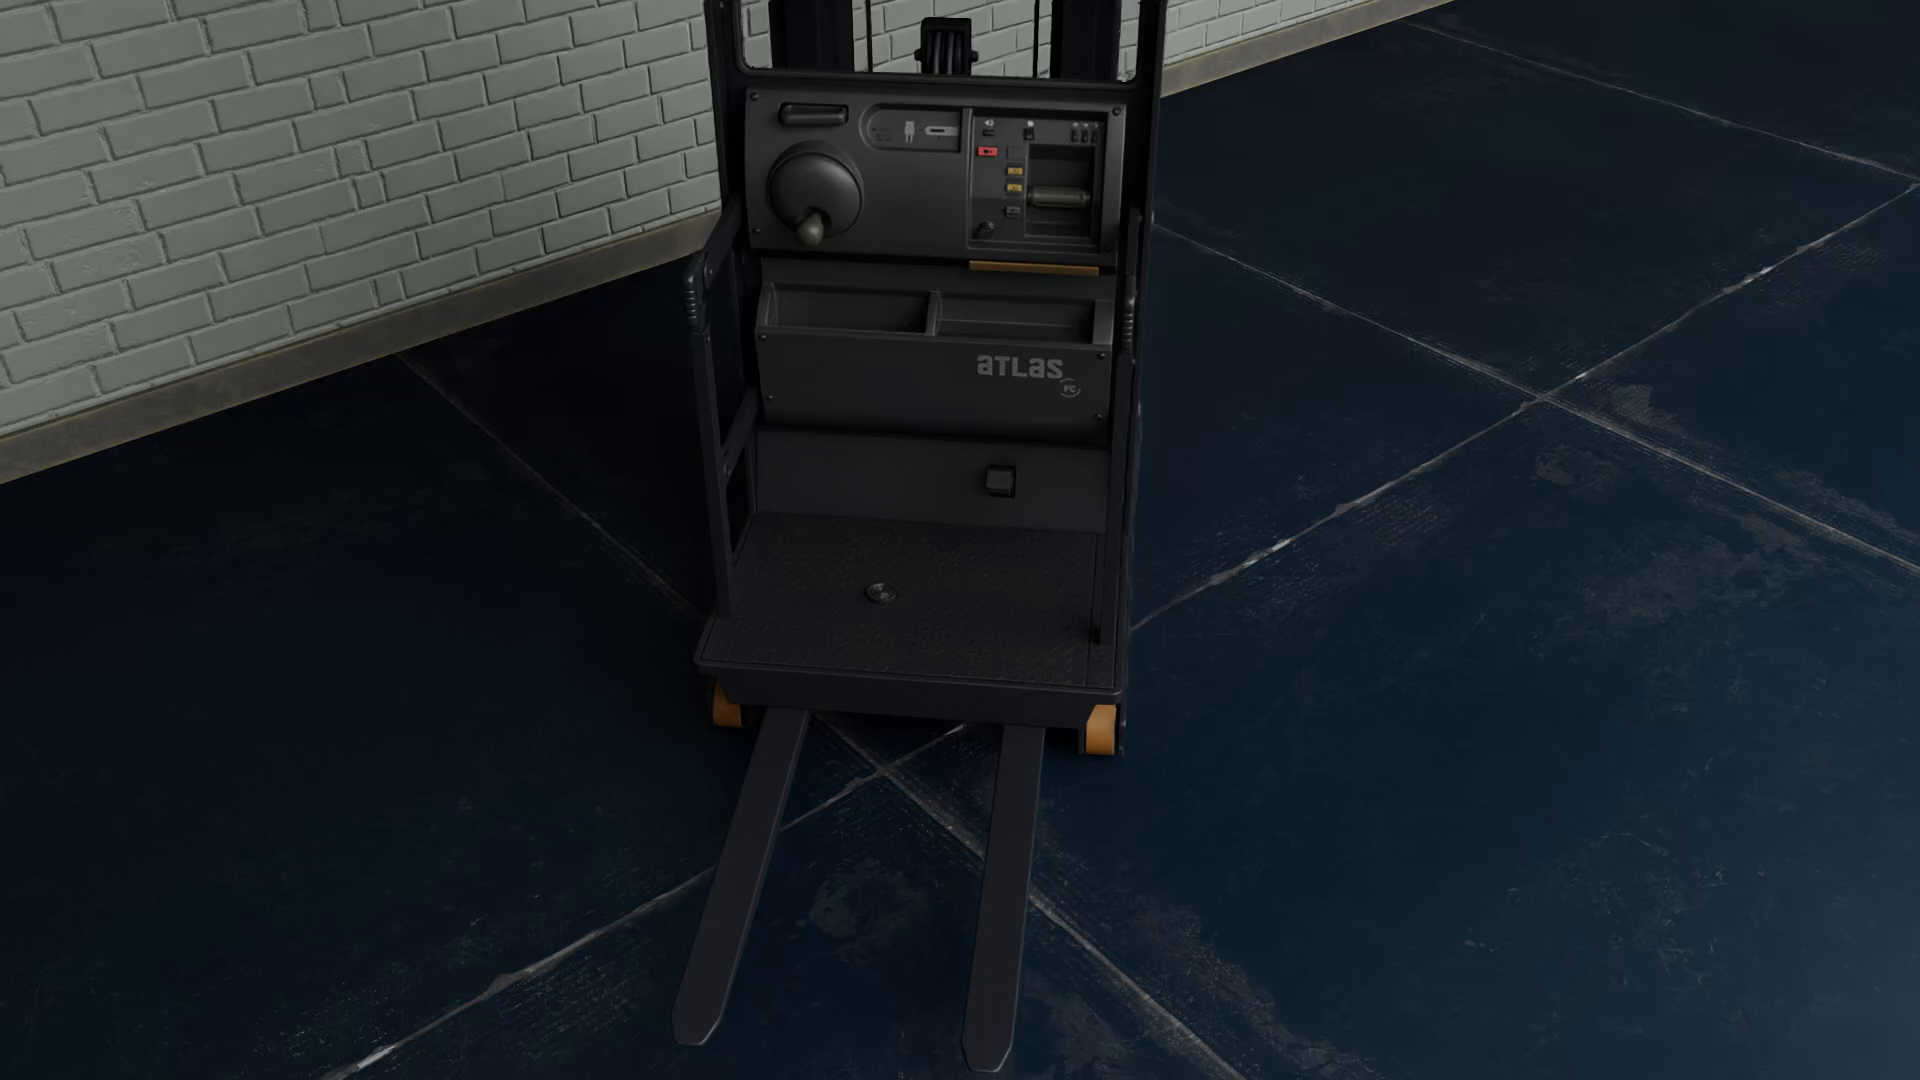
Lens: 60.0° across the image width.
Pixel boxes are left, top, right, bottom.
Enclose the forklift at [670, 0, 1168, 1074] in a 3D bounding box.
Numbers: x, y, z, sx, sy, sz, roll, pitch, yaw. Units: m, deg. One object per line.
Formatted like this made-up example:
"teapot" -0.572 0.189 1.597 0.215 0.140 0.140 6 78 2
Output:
"forklift" -0.087 -0.832 3.888 1.130 2.935 3.031 4 35 5
